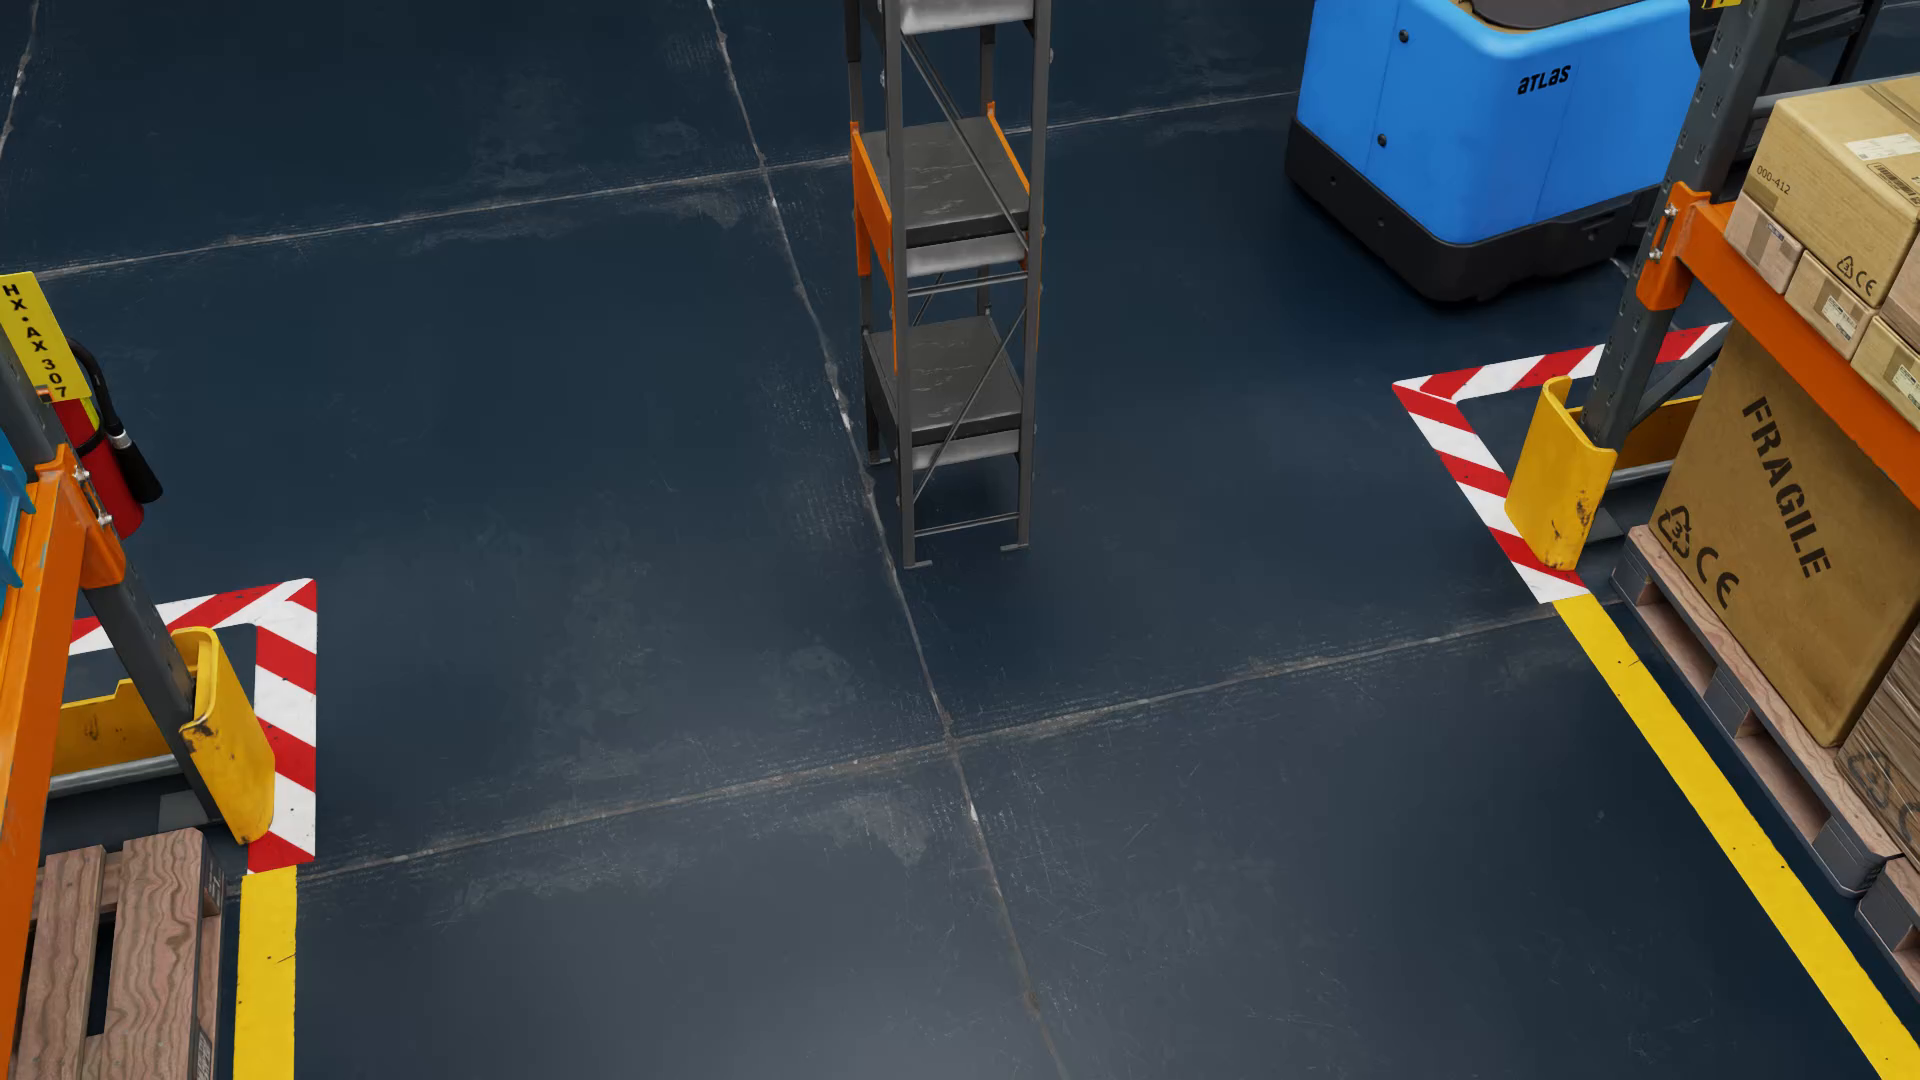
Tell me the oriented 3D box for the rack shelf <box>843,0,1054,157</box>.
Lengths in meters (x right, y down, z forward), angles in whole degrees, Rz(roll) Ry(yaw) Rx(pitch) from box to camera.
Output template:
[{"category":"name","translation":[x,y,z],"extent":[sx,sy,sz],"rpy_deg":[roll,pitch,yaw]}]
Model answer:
[{"category":"rack shelf","translation":[-0.042,-1.330,4.122],"extent":[0.431,0.518,0.480],"rpy_deg":[-11,47,-10]}]

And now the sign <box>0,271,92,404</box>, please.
[{"category":"sign","translation":[-1.909,-0.415,3.442],"extent":[0.100,0.325,0.005],"rpy_deg":[-11,47,-10]}]

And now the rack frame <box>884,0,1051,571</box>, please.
[{"category":"rack frame","translation":[0.020,-0.681,4.447],"extent":[0.400,2.100,0.015],"rpy_deg":[-11,47,-10]}]

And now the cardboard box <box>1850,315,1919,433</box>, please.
[{"category":"cardboard box","translation":[2.256,-0.405,3.722],"extent":[0.380,0.149,0.250],"rpy_deg":[-12,47,-11]}]

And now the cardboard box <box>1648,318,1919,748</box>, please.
[{"category":"cardboard box","translation":[2.592,-0.128,4.469],"extent":[0.875,0.875,0.875],"rpy_deg":[-11,47,-10]}]

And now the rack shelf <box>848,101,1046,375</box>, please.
[{"category":"rack shelf","translation":[-0.042,-0.840,4.622],"extent":[0.431,0.518,0.480],"rpy_deg":[-11,47,-10]}]

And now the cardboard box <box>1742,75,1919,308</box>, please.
[{"category":"cardboard box","translation":[2.213,-0.823,3.853],"extent":[0.500,0.250,0.500],"rpy_deg":[-12,47,-11]}]

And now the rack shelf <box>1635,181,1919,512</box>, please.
[{"category":"rack shelf","translation":[2.863,0.481,3.182],"extent":[1.077,0.370,4.000],"rpy_deg":[-11,47,-10]}]

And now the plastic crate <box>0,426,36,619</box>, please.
[{"category":"plastic crate","translation":[-2.171,-0.082,3.164],"extent":[0.616,0.435,0.499],"rpy_deg":[-11,47,-10]}]

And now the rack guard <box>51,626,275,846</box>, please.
[{"category":"rack guard","translation":[-2.456,0.615,4.298],"extent":[1.175,0.500,0.348],"rpy_deg":[-11,47,-10]}]

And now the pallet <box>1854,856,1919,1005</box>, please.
[{"category":"pallet","translation":[2.940,1.203,3.924],"extent":[1.003,0.211,1.213],"rpy_deg":[-11,47,-10]}]

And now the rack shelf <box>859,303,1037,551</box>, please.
[{"category":"rack shelf","translation":[-0.042,-0.350,5.122],"extent":[0.431,0.518,0.480],"rpy_deg":[-11,47,-10]}]

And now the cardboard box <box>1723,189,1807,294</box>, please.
[{"category":"cardboard box","translation":[2.123,-0.758,4.069],"extent":[0.380,0.149,0.250],"rpy_deg":[-10,46,-10]}]

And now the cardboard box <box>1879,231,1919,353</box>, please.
[{"category":"cardboard box","translation":[2.352,-0.465,3.502],"extent":[0.500,0.250,0.500],"rpy_deg":[-11,47,-11]}]

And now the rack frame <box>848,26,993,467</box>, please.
[{"category":"rack frame","translation":[-0.105,-1.018,4.777],"extent":[0.400,2.100,0.015],"rpy_deg":[-11,47,-10]}]

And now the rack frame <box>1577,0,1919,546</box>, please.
[{"category":"rack frame","translation":[2.351,-1.152,4.278],"extent":[1.000,3.000,0.127],"rpy_deg":[-11,47,-10]}]

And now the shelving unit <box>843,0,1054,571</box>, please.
[{"category":"shelving unit","translation":[-0.042,-0.849,4.612],"extent":[0.431,2.100,0.503],"rpy_deg":[-11,47,-10]}]

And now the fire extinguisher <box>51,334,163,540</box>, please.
[{"category":"fire extinguisher","translation":[-2.036,-0.276,3.735],"extent":[0.296,0.674,0.183],"rpy_deg":[-11,47,-10]}]

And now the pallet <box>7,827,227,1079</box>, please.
[{"category":"pallet","translation":[-2.263,1.306,3.822],"extent":[1.003,0.211,1.213],"rpy_deg":[-11,47,-10]}]

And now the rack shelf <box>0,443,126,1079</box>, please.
[{"category":"rack shelf","translation":[-1.925,1.387,2.295],"extent":[1.077,0.370,4.000],"rpy_deg":[-11,47,-10]}]

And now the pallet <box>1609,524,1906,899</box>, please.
[{"category":"pallet","translation":[2.631,0.362,4.747],"extent":[1.003,0.211,1.213],"rpy_deg":[-11,47,-10]}]

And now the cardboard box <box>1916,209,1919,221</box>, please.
[{"category":"cardboard box","translation":[2.341,-0.740,3.246],"extent":[0.500,0.500,0.500],"rpy_deg":[-12,47,-11]}]

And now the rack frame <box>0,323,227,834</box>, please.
[{"category":"rack frame","translation":[-2.437,-0.246,3.391],"extent":[1.000,3.000,0.127],"rpy_deg":[-11,47,-10]}]

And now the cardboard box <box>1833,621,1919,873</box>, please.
[{"category":"cardboard box","translation":[2.825,0.501,3.853],"extent":[0.875,0.875,0.875],"rpy_deg":[-11,47,-10]}]

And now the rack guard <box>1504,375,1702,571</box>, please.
[{"category":"rack guard","translation":[2.345,-0.293,5.187],"extent":[1.175,0.500,0.348],"rpy_deg":[-11,47,-10]}]

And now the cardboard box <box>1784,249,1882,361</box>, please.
[{"category":"cardboard box","translation":[2.190,-0.581,3.896],"extent":[0.380,0.149,0.250],"rpy_deg":[-11,47,-11]}]

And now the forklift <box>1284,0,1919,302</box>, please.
[{"category":"forklift","translation":[2.839,-2.620,5.765],"extent":[3.031,2.935,1.130],"rpy_deg":[-19,49,-18]}]

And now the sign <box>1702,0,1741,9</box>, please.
[{"category":"sign","translation":[1.813,-1.385,3.846],"extent":[0.100,0.325,0.005],"rpy_deg":[-11,47,-10]}]
